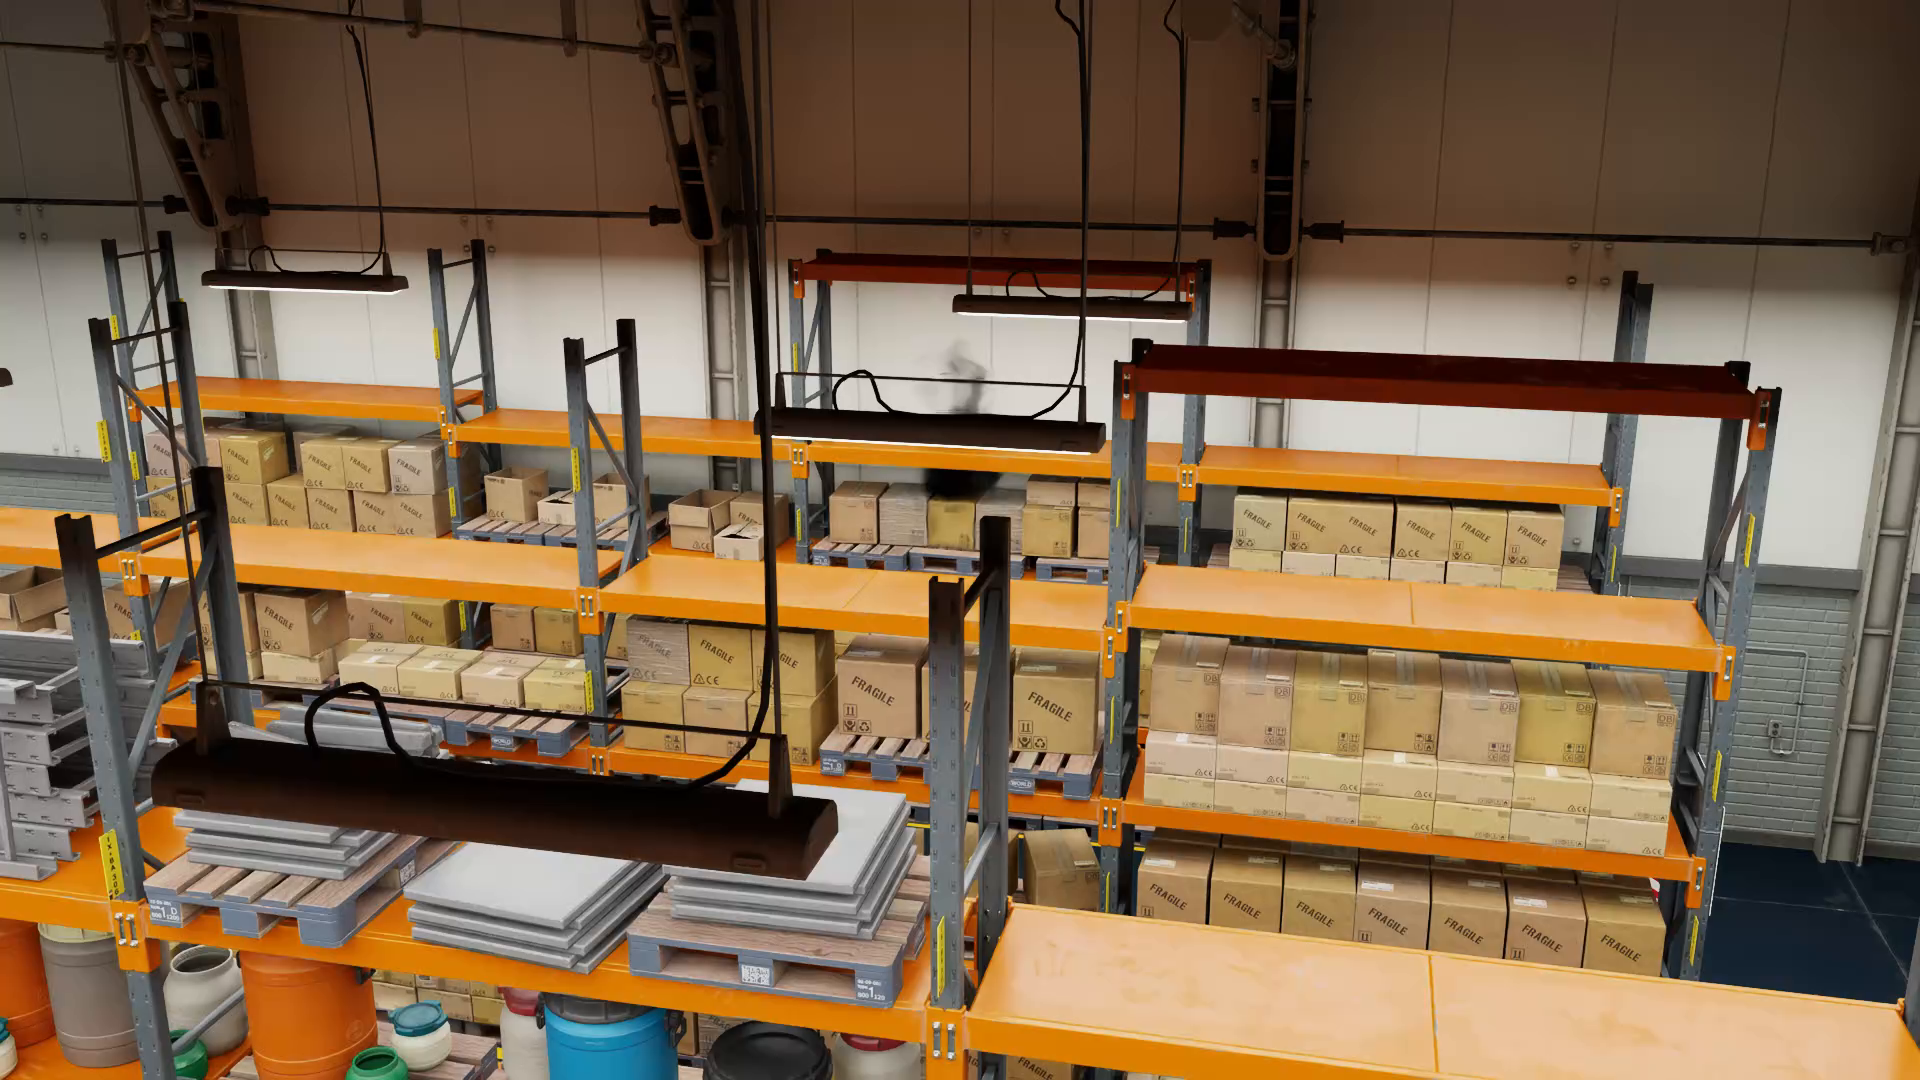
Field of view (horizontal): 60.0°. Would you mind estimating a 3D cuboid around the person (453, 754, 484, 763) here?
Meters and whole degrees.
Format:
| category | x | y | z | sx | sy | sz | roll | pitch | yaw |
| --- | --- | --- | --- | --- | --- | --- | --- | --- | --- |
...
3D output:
| category | x | y | z | sx | sy | sz | roll | pitch | yaw |
| --- | --- | --- | --- | --- | --- | --- | --- | --- | --- |
| person | -4.676 | 2.721 | 15.830 | 0.948 | 1.768 | 0.662 | 2 | 16 | 8 |
